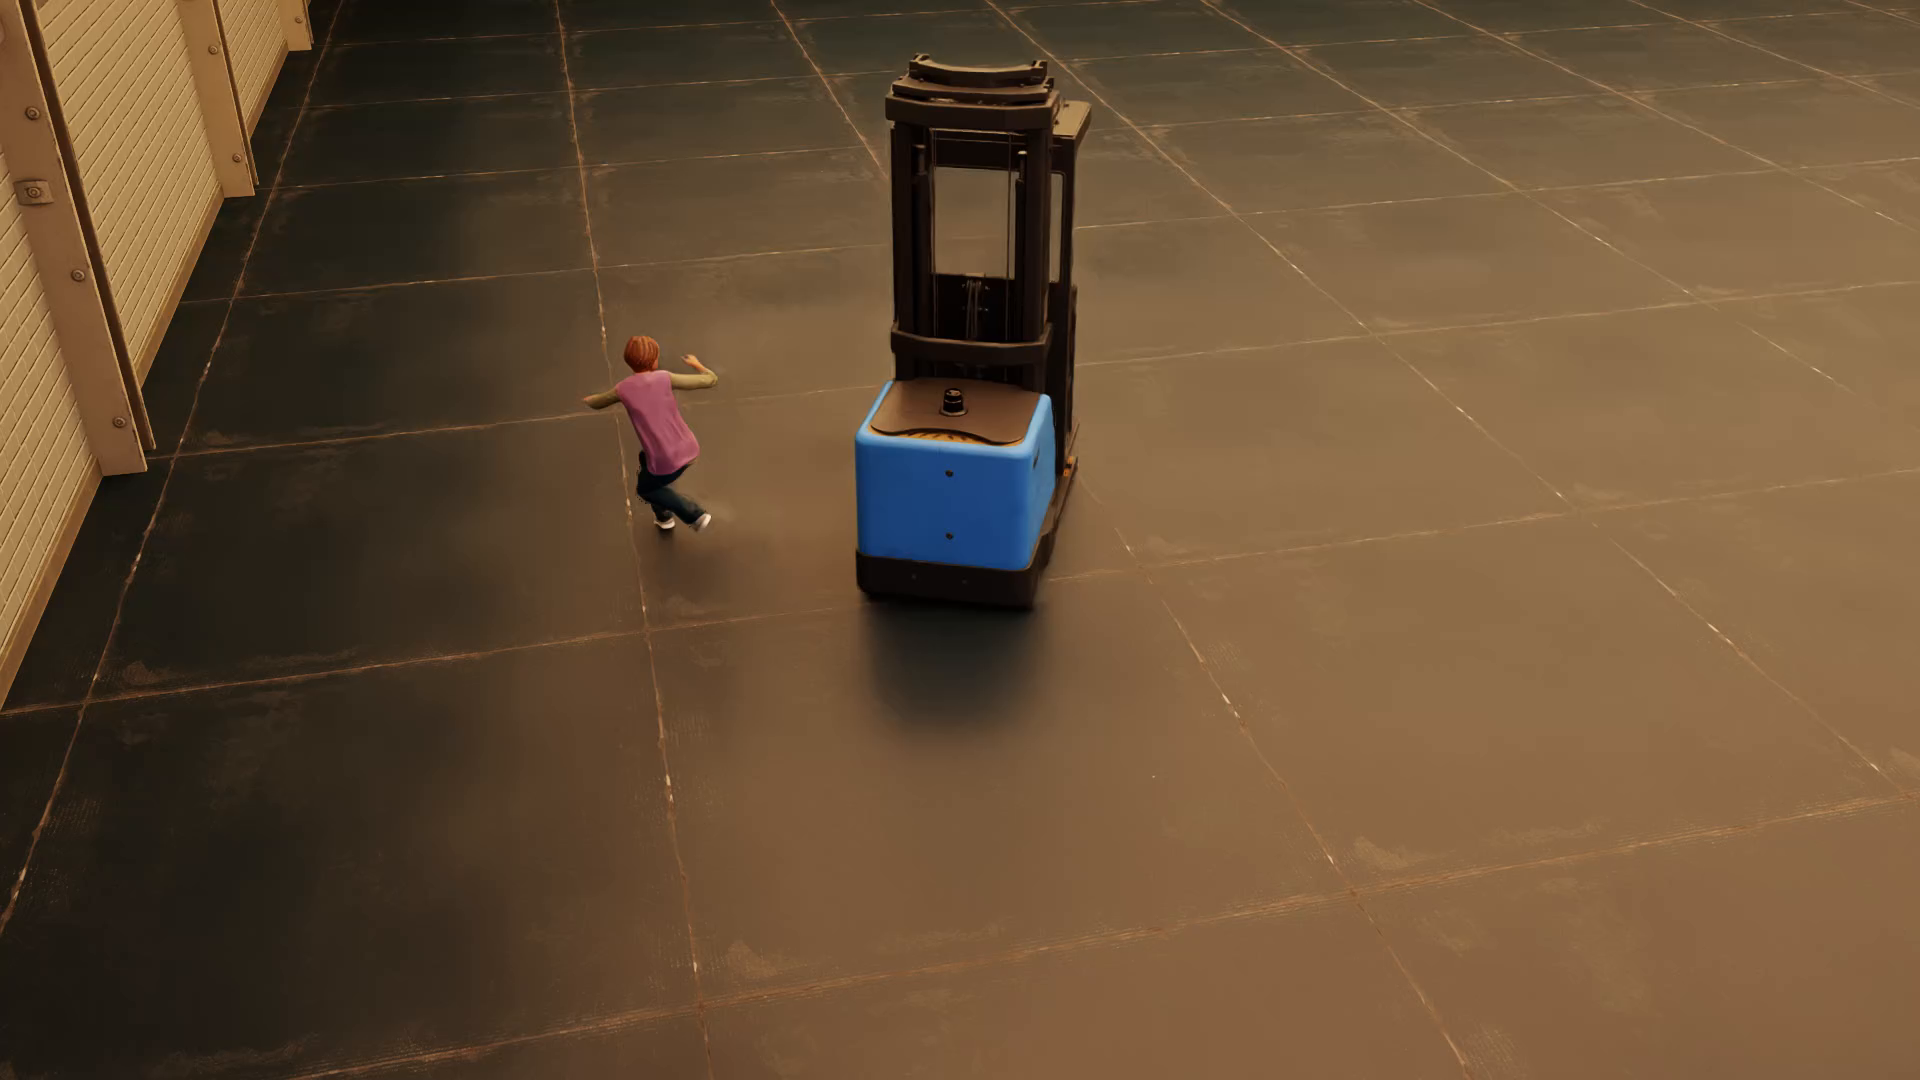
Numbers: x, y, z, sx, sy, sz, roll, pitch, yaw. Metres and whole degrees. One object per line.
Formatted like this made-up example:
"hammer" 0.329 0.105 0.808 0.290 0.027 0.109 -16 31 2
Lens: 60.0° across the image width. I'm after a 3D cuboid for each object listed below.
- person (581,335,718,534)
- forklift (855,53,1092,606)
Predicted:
"person" -1.890 -0.671 10.360 0.674 1.326 0.988 -26 39 -37
"forklift" 0.186 -1.605 10.346 1.130 2.935 3.031 6 31 10
